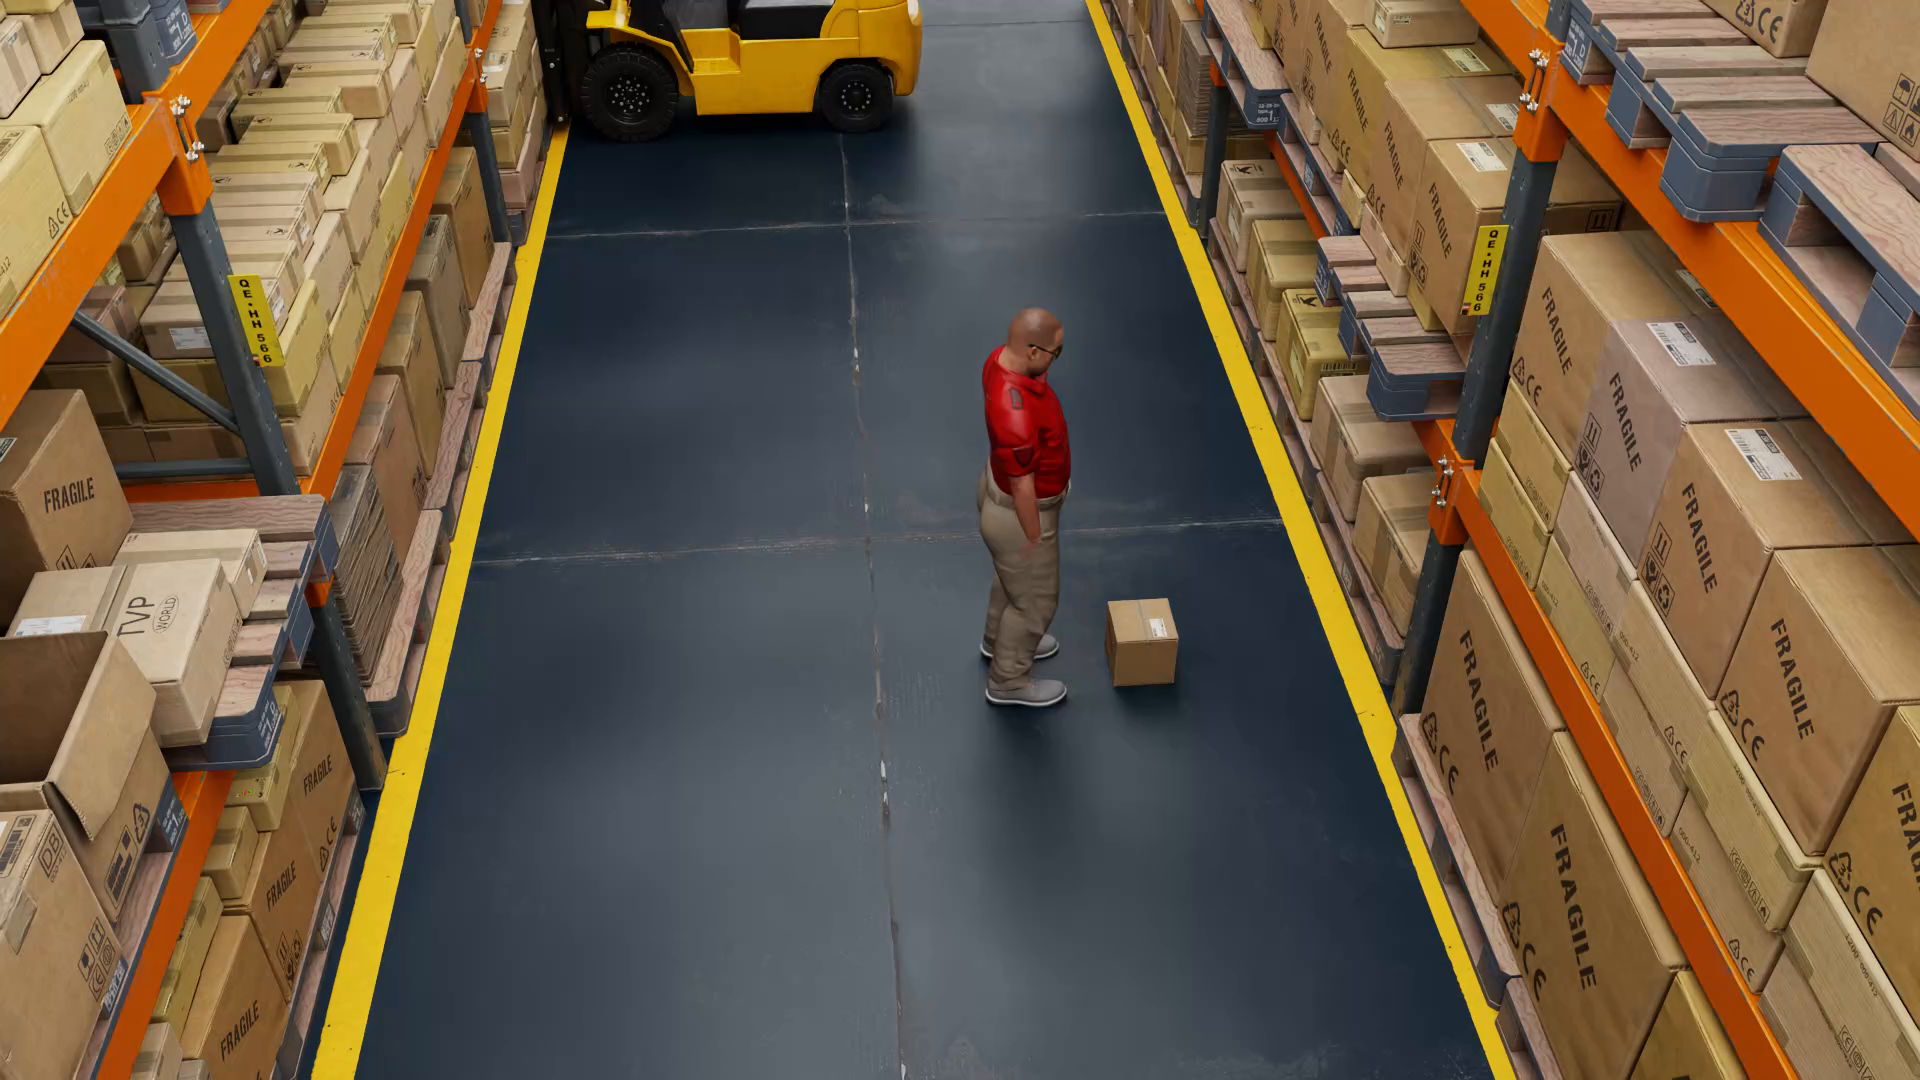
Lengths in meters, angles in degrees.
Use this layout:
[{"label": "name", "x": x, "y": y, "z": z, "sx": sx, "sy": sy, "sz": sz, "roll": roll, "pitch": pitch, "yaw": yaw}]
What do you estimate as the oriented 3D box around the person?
[{"label": "person", "x": 0.243, "y": -0.131, "z": 6.345, "sx": 0.357, "sy": 1.717, "sz": 0.534, "roll": -2, "pitch": 39, "yaw": -3}]
